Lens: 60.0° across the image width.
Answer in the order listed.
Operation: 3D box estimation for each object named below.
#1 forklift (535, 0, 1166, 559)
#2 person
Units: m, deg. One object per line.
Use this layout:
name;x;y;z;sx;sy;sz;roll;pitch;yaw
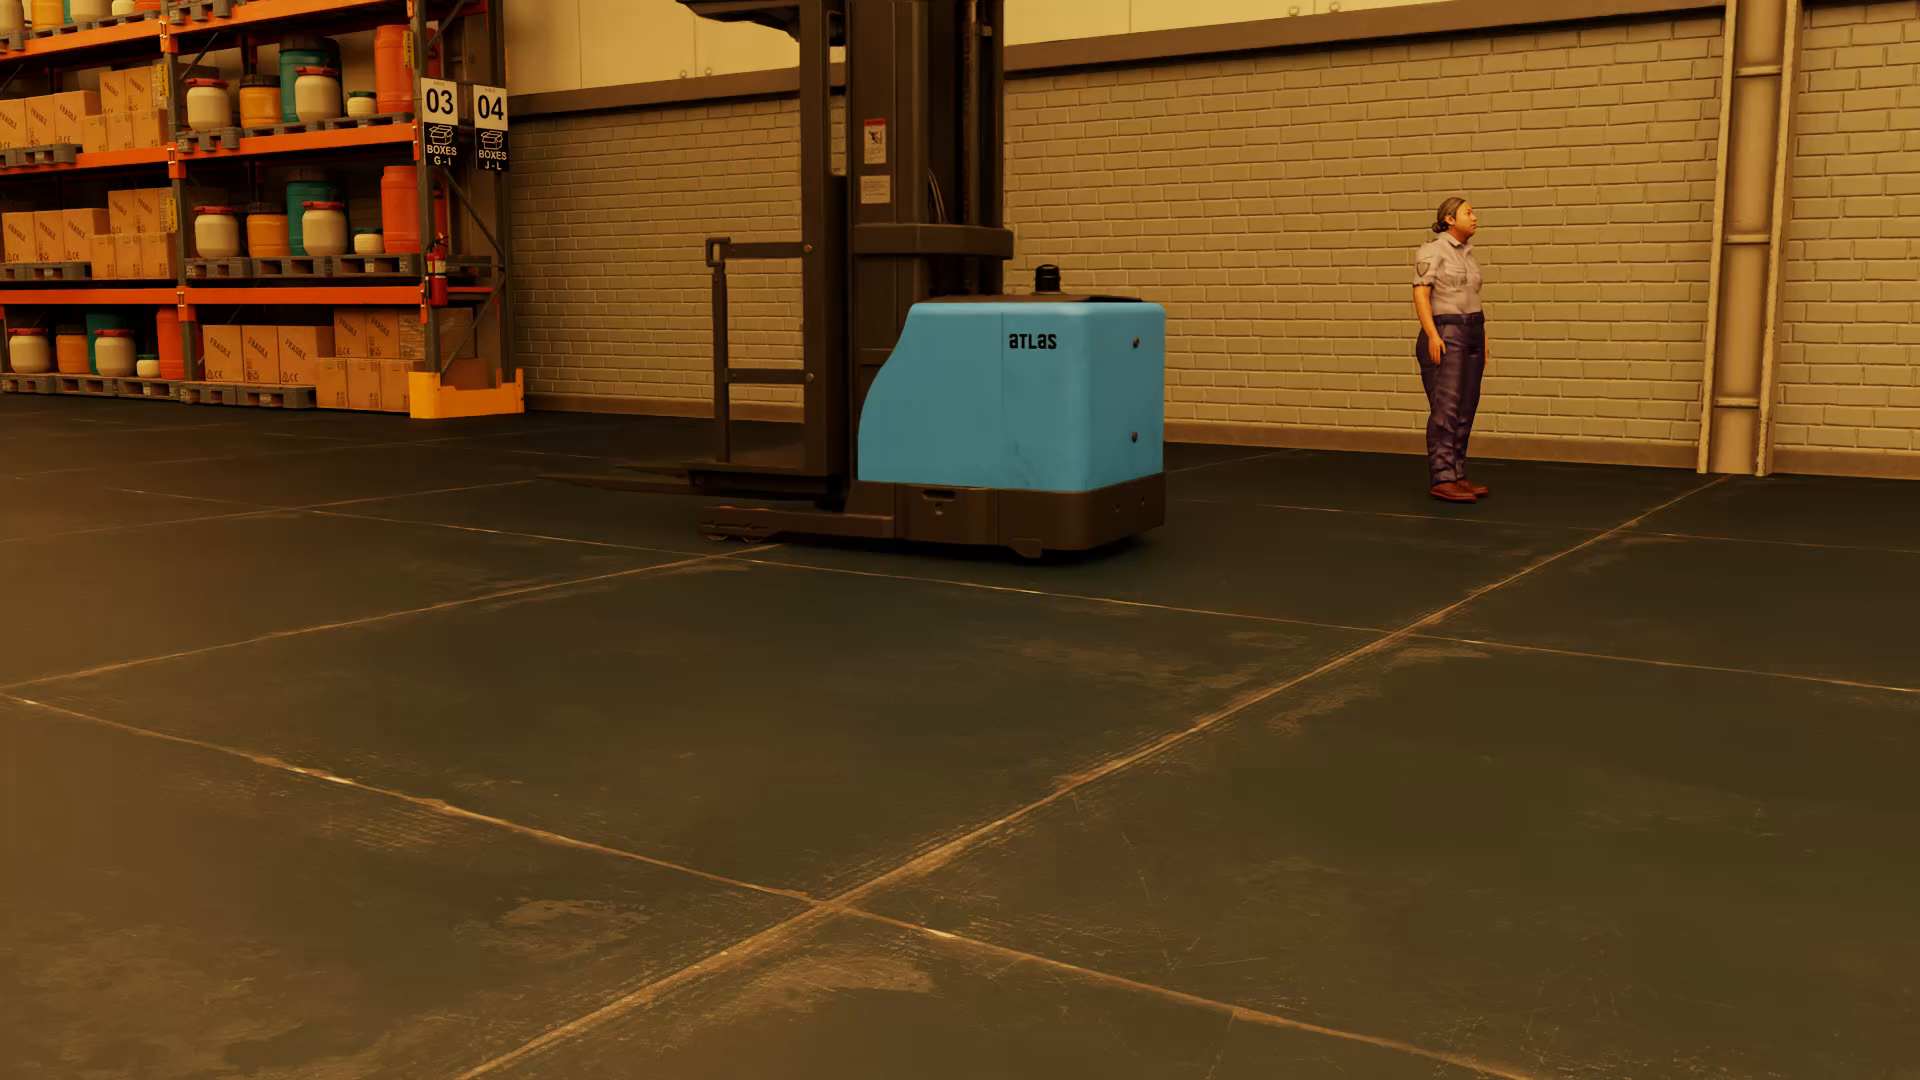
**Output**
forklift;-0.613;-1.493;7.693;3.031;2.935;1.130;4;9;27
person;2.798;-1.068;9.212;0.597;1.651;0.503;-7;11;-41
